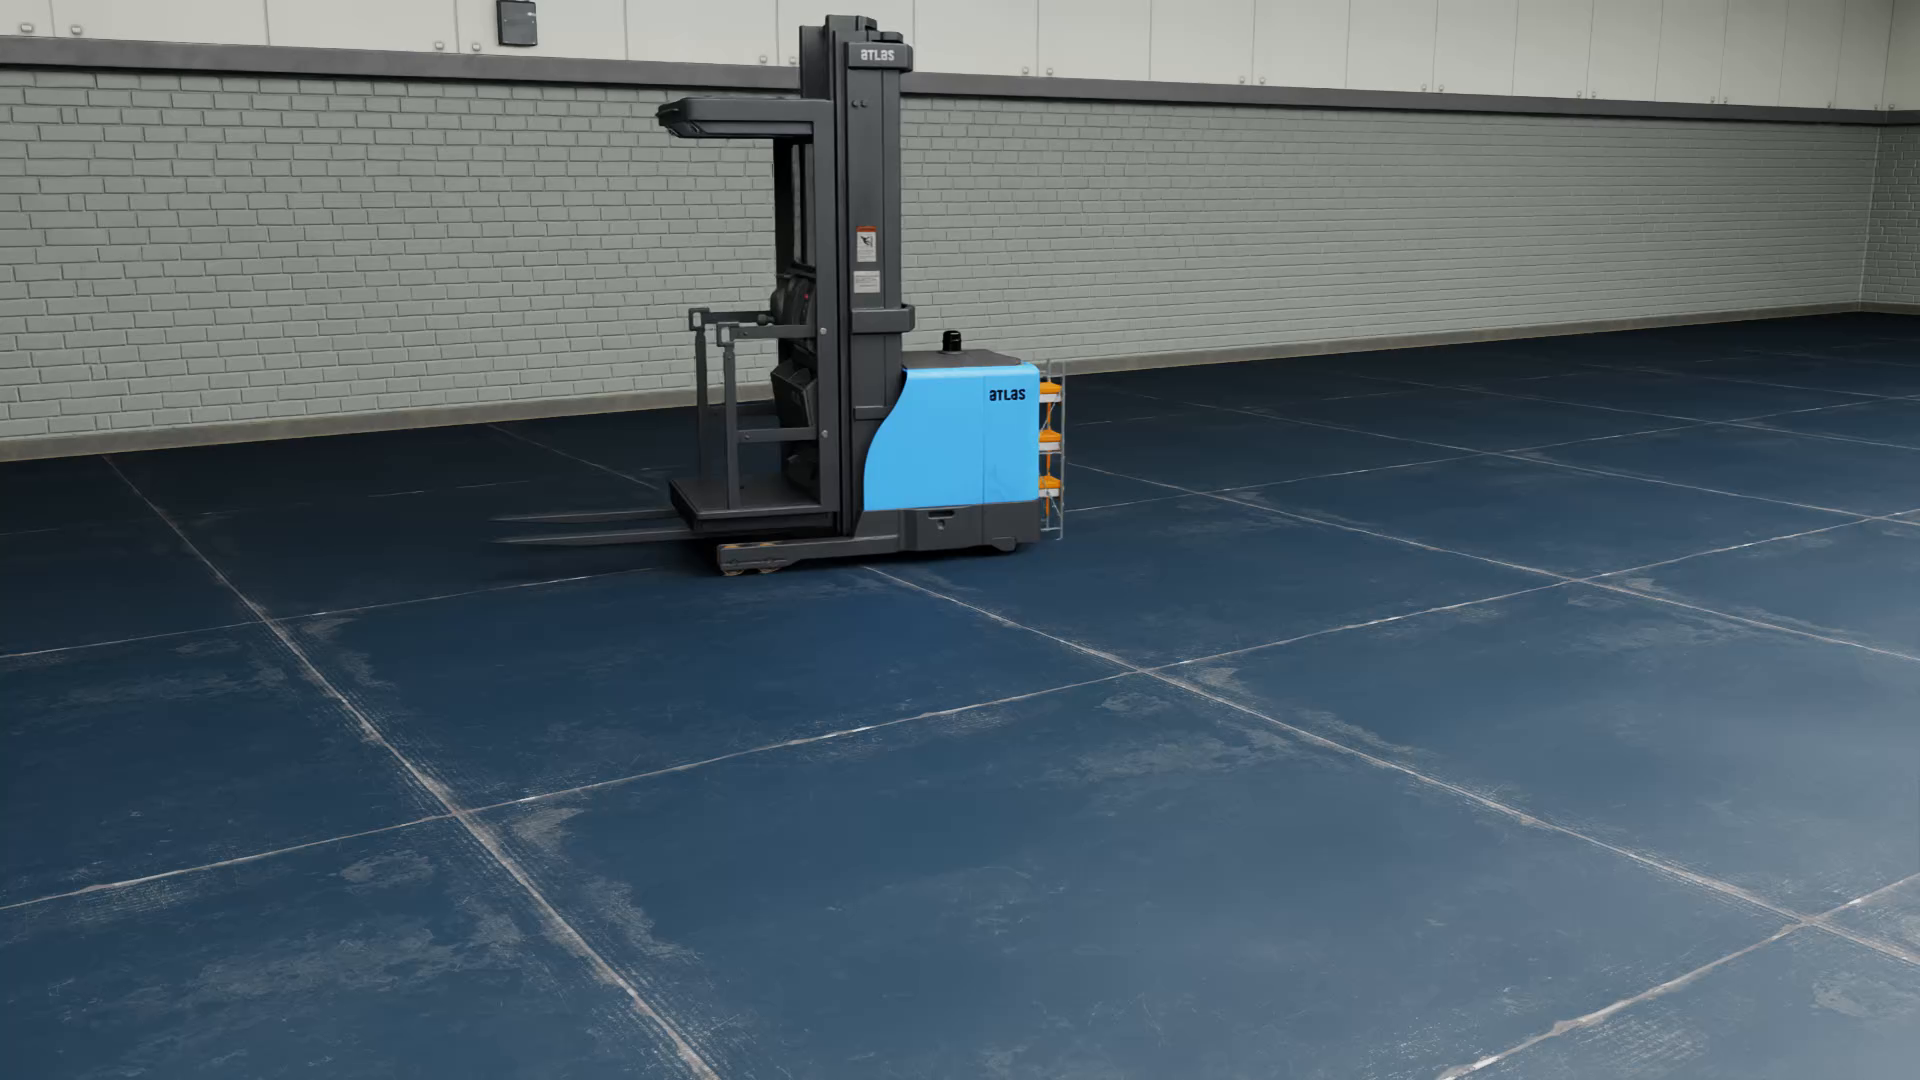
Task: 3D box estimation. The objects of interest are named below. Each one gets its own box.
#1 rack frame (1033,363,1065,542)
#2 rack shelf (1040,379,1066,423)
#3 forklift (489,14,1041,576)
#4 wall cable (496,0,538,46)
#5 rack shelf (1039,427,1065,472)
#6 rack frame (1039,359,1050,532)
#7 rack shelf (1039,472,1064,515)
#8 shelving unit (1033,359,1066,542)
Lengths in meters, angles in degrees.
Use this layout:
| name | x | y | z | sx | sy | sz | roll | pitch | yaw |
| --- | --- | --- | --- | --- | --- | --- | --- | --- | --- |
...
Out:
| name | x | y | z | sx | sy | sz | roll | pitch | yaw |
| --- | --- | --- | --- | --- | --- | --- | --- | --- | --- |
| rack frame | 0.513 | -0.508 | 9.728 | 0.200 | 1.050 | 0.008 | -4 | 13 | -17 |
| rack shelf | 0.477 | -0.800 | 9.783 | 0.215 | 0.259 | 0.240 | -4 | 13 | -17 |
| forklift | -1.112 | -1.365 | 9.242 | 3.031 | 2.935 | 1.130 | -4 | 13 | -17 |
| wall cable | -2.906 | -7.252 | 13.999 | 2.305 | 6.003 | 0.169 | -8 | 15 | -33 |
| rack shelf | 0.477 | -0.523 | 9.844 | 0.215 | 0.259 | 0.240 | -4 | 13 | -17 |
| rack frame | 0.440 | -0.558 | 9.955 | 0.200 | 1.050 | 0.008 | -4 | 13 | -17 |
| rack shelf | 0.477 | -0.251 | 9.903 | 0.215 | 0.259 | 0.240 | -4 | 13 | -17 |
| shelving unit | 0.477 | -0.533 | 9.842 | 0.215 | 1.050 | 0.252 | -4 | 13 | -17 |
